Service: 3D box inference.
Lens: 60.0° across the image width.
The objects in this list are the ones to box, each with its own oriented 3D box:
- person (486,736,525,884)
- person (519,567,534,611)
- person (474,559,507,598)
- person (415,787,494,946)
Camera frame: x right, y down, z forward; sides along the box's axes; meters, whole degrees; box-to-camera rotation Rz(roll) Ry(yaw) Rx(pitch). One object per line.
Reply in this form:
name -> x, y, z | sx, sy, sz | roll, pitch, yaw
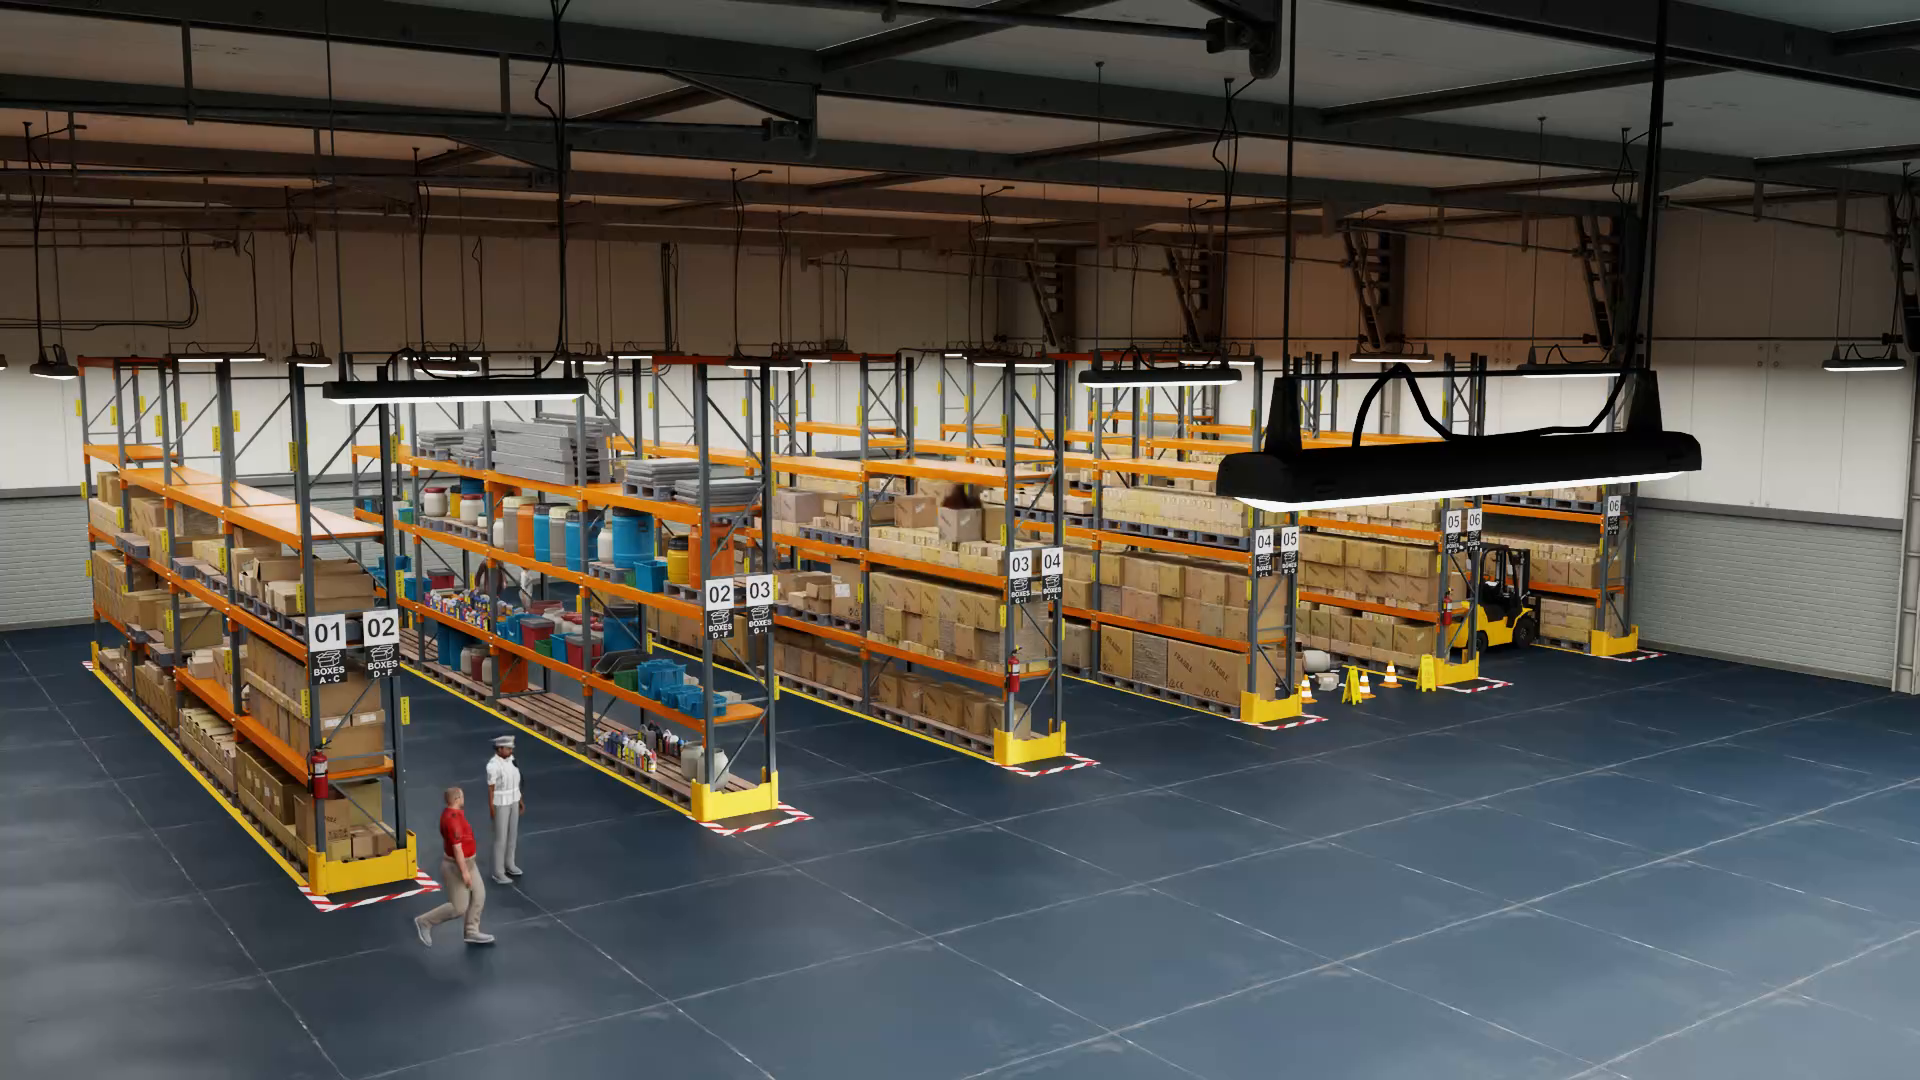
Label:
person -> -5.340, 3.154, 19.586 | 0.432, 1.697, 0.528 | 3, 8, 23
person -> -9.309, 1.218, 35.678 | 0.356, 1.611, 0.482 | -1, 7, -8
person -> -10.259, 1.146, 36.560 | 1.104, 1.474, 0.670 | 6, 9, 43
person -> -5.272, 3.433, 17.289 | 0.748, 1.612, 0.541 | 0, 7, 0
